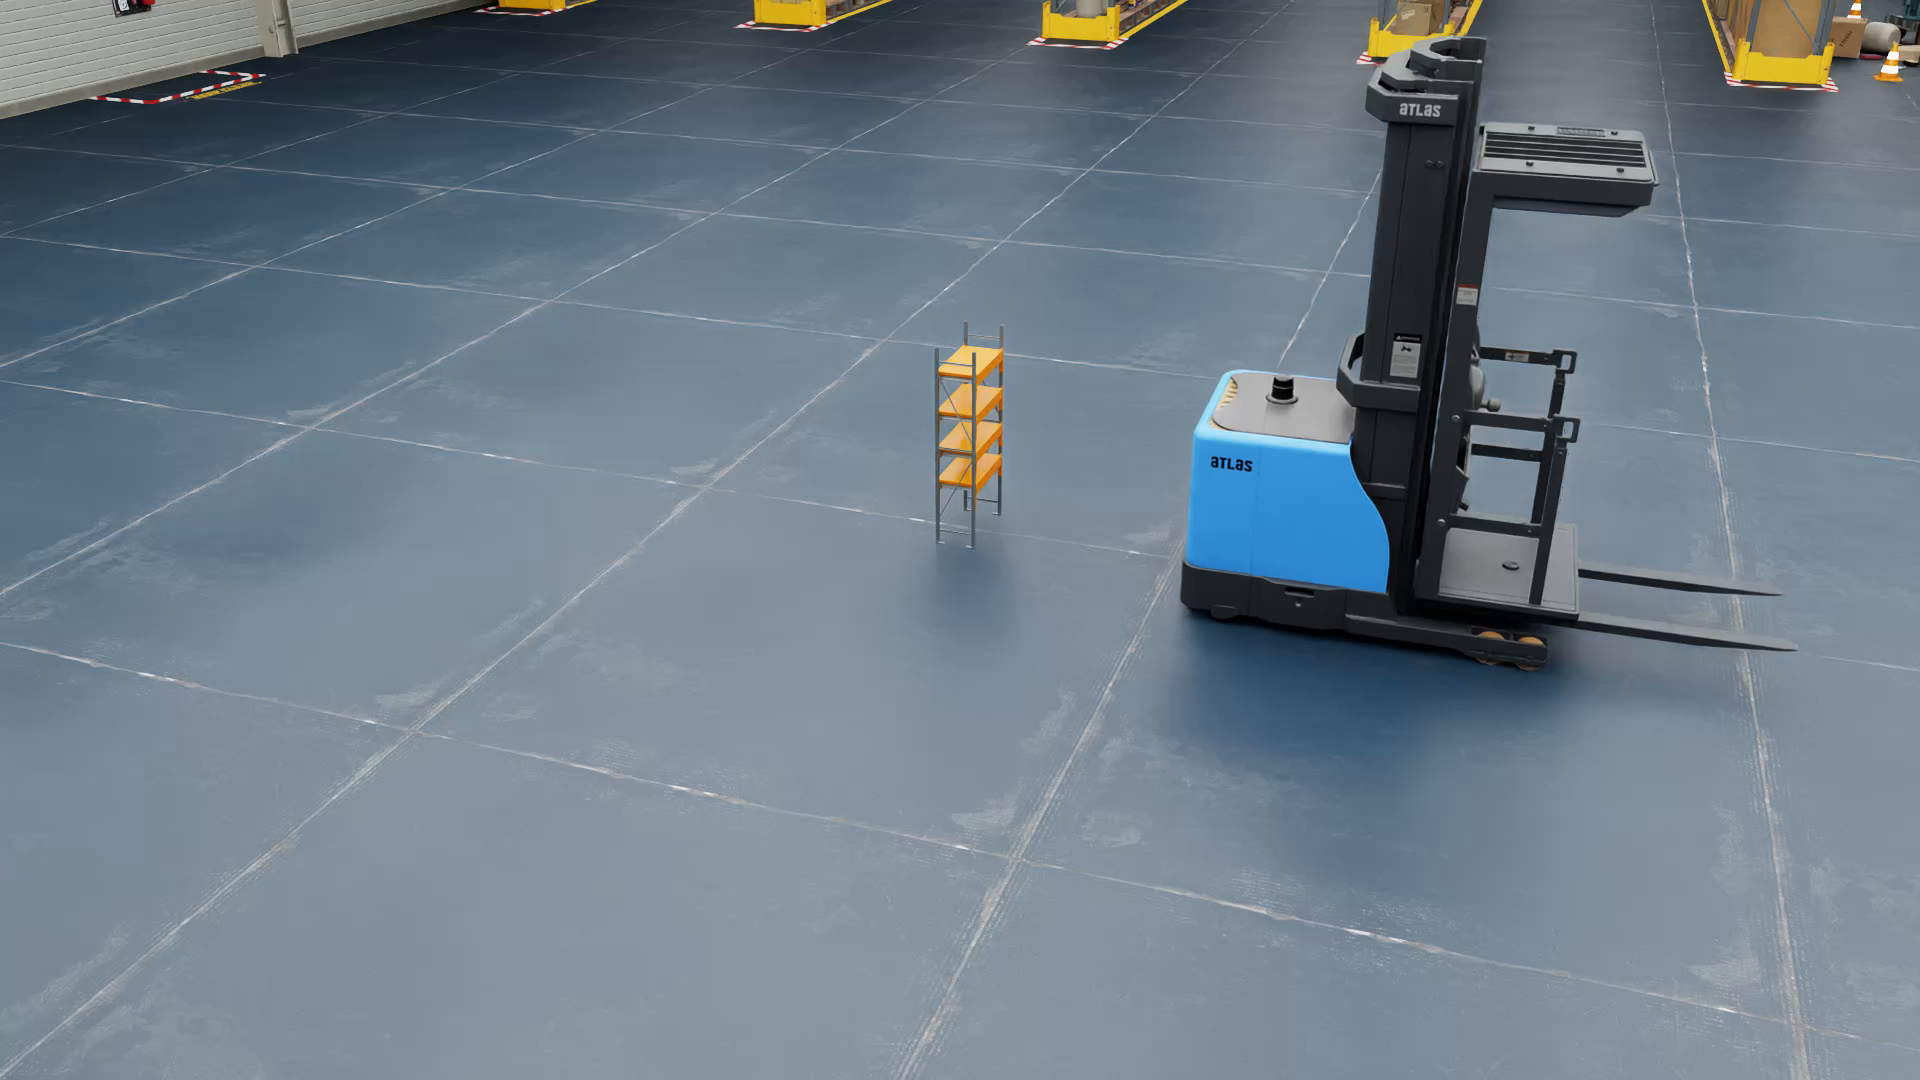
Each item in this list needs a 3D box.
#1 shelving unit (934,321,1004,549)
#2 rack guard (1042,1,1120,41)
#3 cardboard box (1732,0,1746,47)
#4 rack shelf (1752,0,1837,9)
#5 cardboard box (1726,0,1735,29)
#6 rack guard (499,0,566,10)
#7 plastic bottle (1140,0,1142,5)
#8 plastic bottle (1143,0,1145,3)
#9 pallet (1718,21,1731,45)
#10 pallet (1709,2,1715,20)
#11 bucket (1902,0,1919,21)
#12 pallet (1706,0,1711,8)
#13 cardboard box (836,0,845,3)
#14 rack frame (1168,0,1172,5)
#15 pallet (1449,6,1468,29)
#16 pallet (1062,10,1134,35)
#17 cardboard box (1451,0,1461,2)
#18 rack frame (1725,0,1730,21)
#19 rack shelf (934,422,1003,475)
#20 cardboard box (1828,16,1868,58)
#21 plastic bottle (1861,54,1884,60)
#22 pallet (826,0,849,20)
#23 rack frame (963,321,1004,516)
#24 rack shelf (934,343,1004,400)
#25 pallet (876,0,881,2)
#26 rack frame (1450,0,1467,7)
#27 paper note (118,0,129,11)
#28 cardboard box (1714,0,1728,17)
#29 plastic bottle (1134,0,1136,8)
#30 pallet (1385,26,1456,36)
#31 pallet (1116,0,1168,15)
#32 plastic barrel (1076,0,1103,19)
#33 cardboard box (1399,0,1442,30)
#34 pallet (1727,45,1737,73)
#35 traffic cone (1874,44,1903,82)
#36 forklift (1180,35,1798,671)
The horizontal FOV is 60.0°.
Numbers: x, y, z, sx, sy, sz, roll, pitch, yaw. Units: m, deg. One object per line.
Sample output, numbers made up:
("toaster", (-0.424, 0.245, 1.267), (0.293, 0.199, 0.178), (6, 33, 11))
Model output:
("shelving unit", (0.055, -0.608, 9.629), (0.258, 1.200, 0.503), (9, 27, 17))
("rack guard", (1.876, -8.049, 25.801), (1.175, 0.500, 0.348), (9, 27, 17))
("cardboard box", (11.664, -7.540, 23.837), (0.875, 0.875, 0.875), (8, 27, 17))
("rack shelf", (11.875, -8.155, 23.977), (1.077, 0.370, 4.000), (9, 27, 17))
("cardboard box", (12.265, -8.286, 25.377), (0.875, 0.875, 0.875), (9, 27, 18))
("rack guard", (-7.422, -9.479, 28.754), (1.175, 0.500, 0.348), (9, 27, 17))
("plastic bottle", (2.973, -8.998, 27.597), (0.097, 0.201, 0.097), (0, 26, 0))
("plastic bottle", (3.041, -9.082, 27.772), (0.097, 0.201, 0.097), (0, 26, 0))
("pallet", (12.214, -7.745, 25.504), (1.003, 0.211, 1.213), (9, 27, 17))
("pallet", (13.131, -8.877, 27.842), (1.003, 0.211, 1.213), (9, 27, 17))
("bucket", (14.669, -8.122, 25.094), (0.726, 0.611, 0.620), (20, 22, 35))
("pallet", (13.538, -9.377, 28.874), (1.003, 0.211, 1.213), (9, 27, 17))
("cardboard box", (-2.223, -9.202, 27.986), (0.500, 0.250, 0.500), (9, 27, 17))
("rack frame", (3.226, -10.780, 28.573), (1.000, 3.000, 0.127), (9, 27, 17))
("pallet", (7.707, -8.526, 27.117), (1.003, 0.211, 1.213), (9, 27, 17))
("pallet", (2.151, -8.252, 26.552), (1.003, 0.211, 1.213), (9, 27, 17))
("cardboard box", (8.122, -9.384, 28.053), (0.700, 0.500, 0.500), (7, 27, 13))
("rack frame", (12.541, -9.301, 25.518), (1.000, 3.000, 0.127), (9, 27, 17))
("rack shelf", (0.055, -0.548, 9.658), (0.258, 0.148, 0.480), (9, 27, 17))
("cardboard box", (12.992, -7.390, 24.437), (0.500, 0.500, 0.500), (14, 29, 26))
("plastic bottle", (13.283, -7.032, 24.204), (0.283, 0.061, 0.133), (0, 26, -1))
("pallet", (-2.560, -8.922, 27.934), (1.003, 0.211, 1.213), (9, 27, 17))
("rack frame", (0.136, -0.708, 9.836), (0.240, 1.200, 0.015), (9, 27, 17))
("rack shelf", (0.055, -0.962, 9.458), (0.258, 0.148, 0.480), (9, 27, 17))
("pallet", (-1.748, -9.924, 30.005), (1.003, 0.211, 1.213), (9, 27, 17))
("rack frame", (7.897, -10.062, 27.090), (1.000, 3.000, 0.127), (9, 27, 17))
("paper note", (-11.009, -7.051, 21.882), (0.016, 0.148, 0.142), (9, 27, 17))
("cardboard box", (12.662, -8.746, 26.471), (1.050, 0.750, 0.750), (9, 27, 17))
("plastic bottle", (2.827, -8.817, 27.225), (0.097, 0.201, 0.097), (0, 26, 0))
("pallet", (6.895, -7.523, 25.046), (1.003, 0.211, 1.213), (9, 27, 17))
("pallet", (2.963, -9.255, 28.623), (1.003, 0.211, 1.213), (9, 27, 17))
("plastic barrel", (2.042, -8.487, 26.210), (0.421, 0.512, 0.421), (0, 26, 0))
("cardboard box", (6.956, -7.987, 25.190), (0.500, 0.500, 0.500), (17, 30, 31))
("pallet", (11.402, -6.742, 23.433), (1.003, 0.211, 1.213), (9, 27, 17))
("traffic cone", (12.725, -6.528, 22.701), (0.336, 0.463, 0.334), (9, 27, 17))
("forklift", (2.758, -0.920, 8.288), (3.031, 2.935, 1.130), (8, 27, 16))
